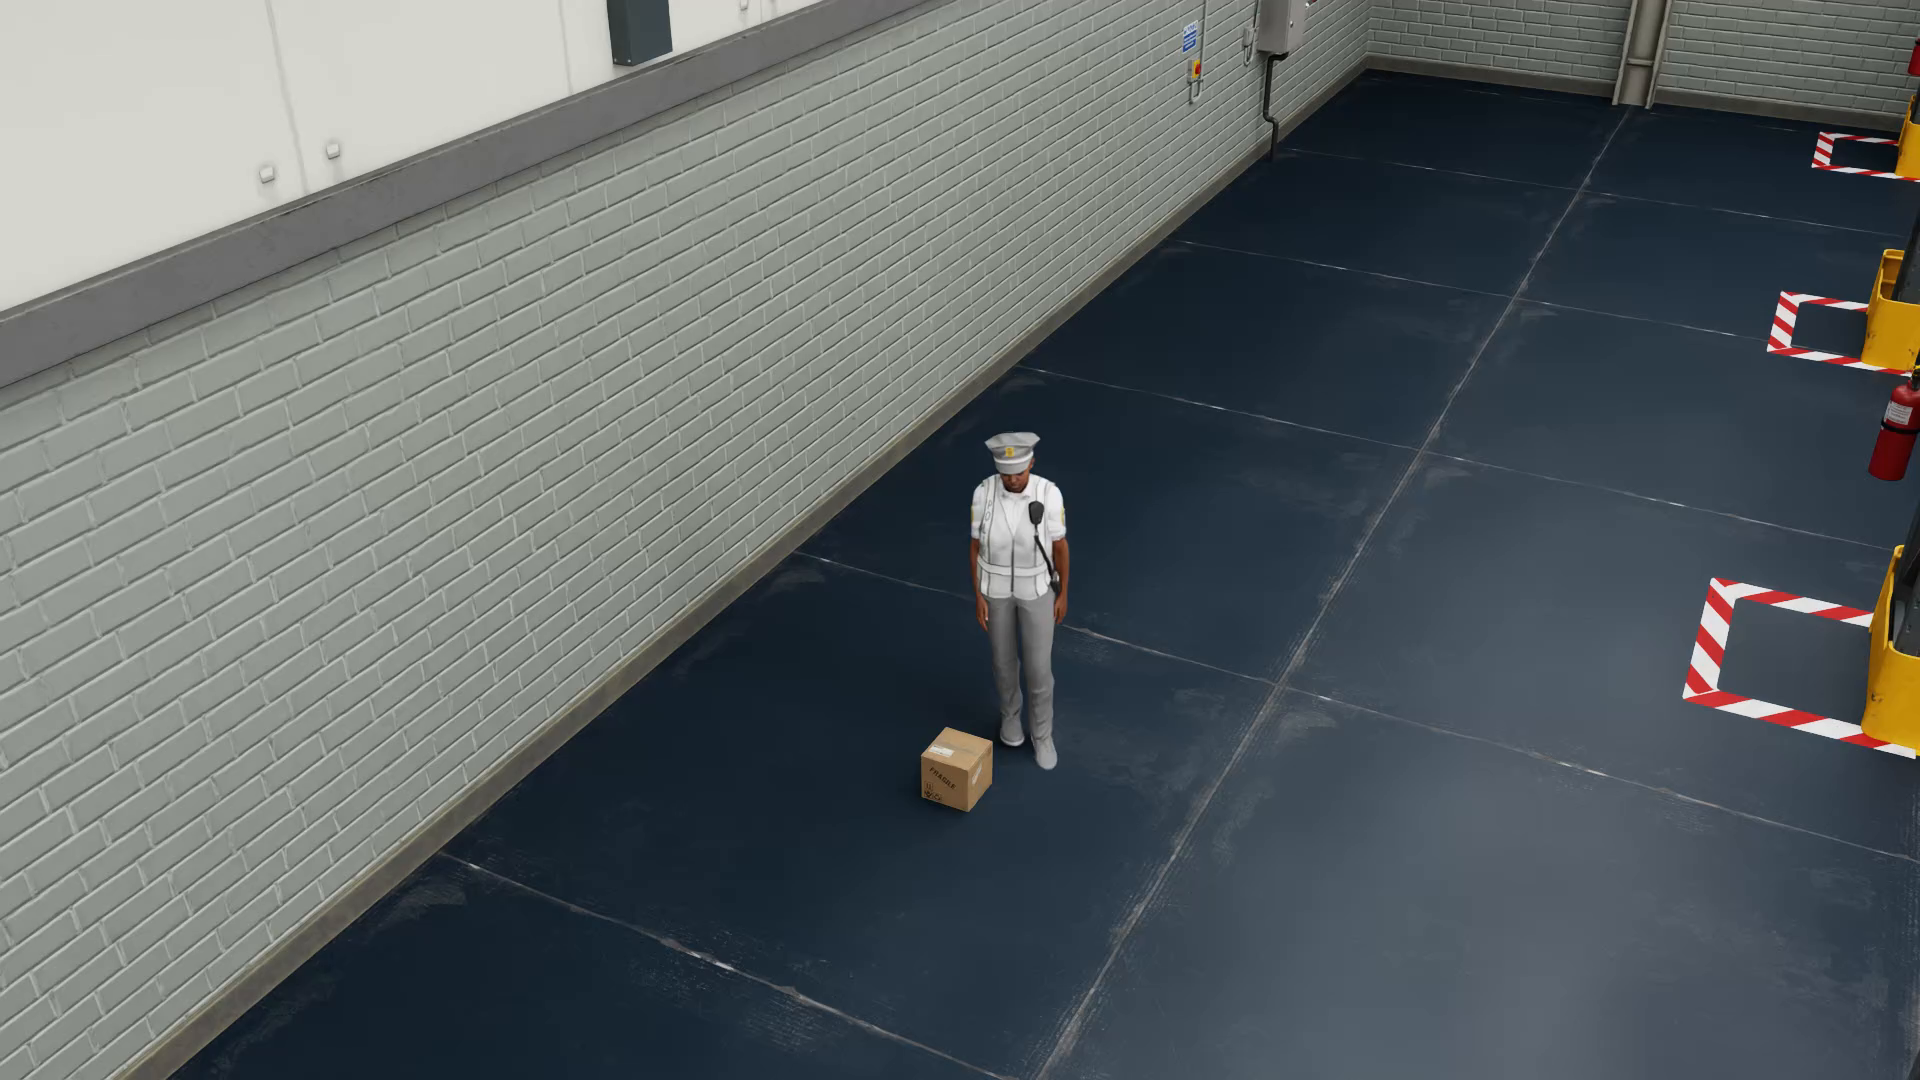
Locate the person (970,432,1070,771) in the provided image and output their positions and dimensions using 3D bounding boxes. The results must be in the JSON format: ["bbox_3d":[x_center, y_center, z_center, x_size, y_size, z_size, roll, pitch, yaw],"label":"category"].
[{"bbox_3d":[0.270,0.287,7.808,0.467,1.723,0.416,5,31,8],"label":"person"}]
